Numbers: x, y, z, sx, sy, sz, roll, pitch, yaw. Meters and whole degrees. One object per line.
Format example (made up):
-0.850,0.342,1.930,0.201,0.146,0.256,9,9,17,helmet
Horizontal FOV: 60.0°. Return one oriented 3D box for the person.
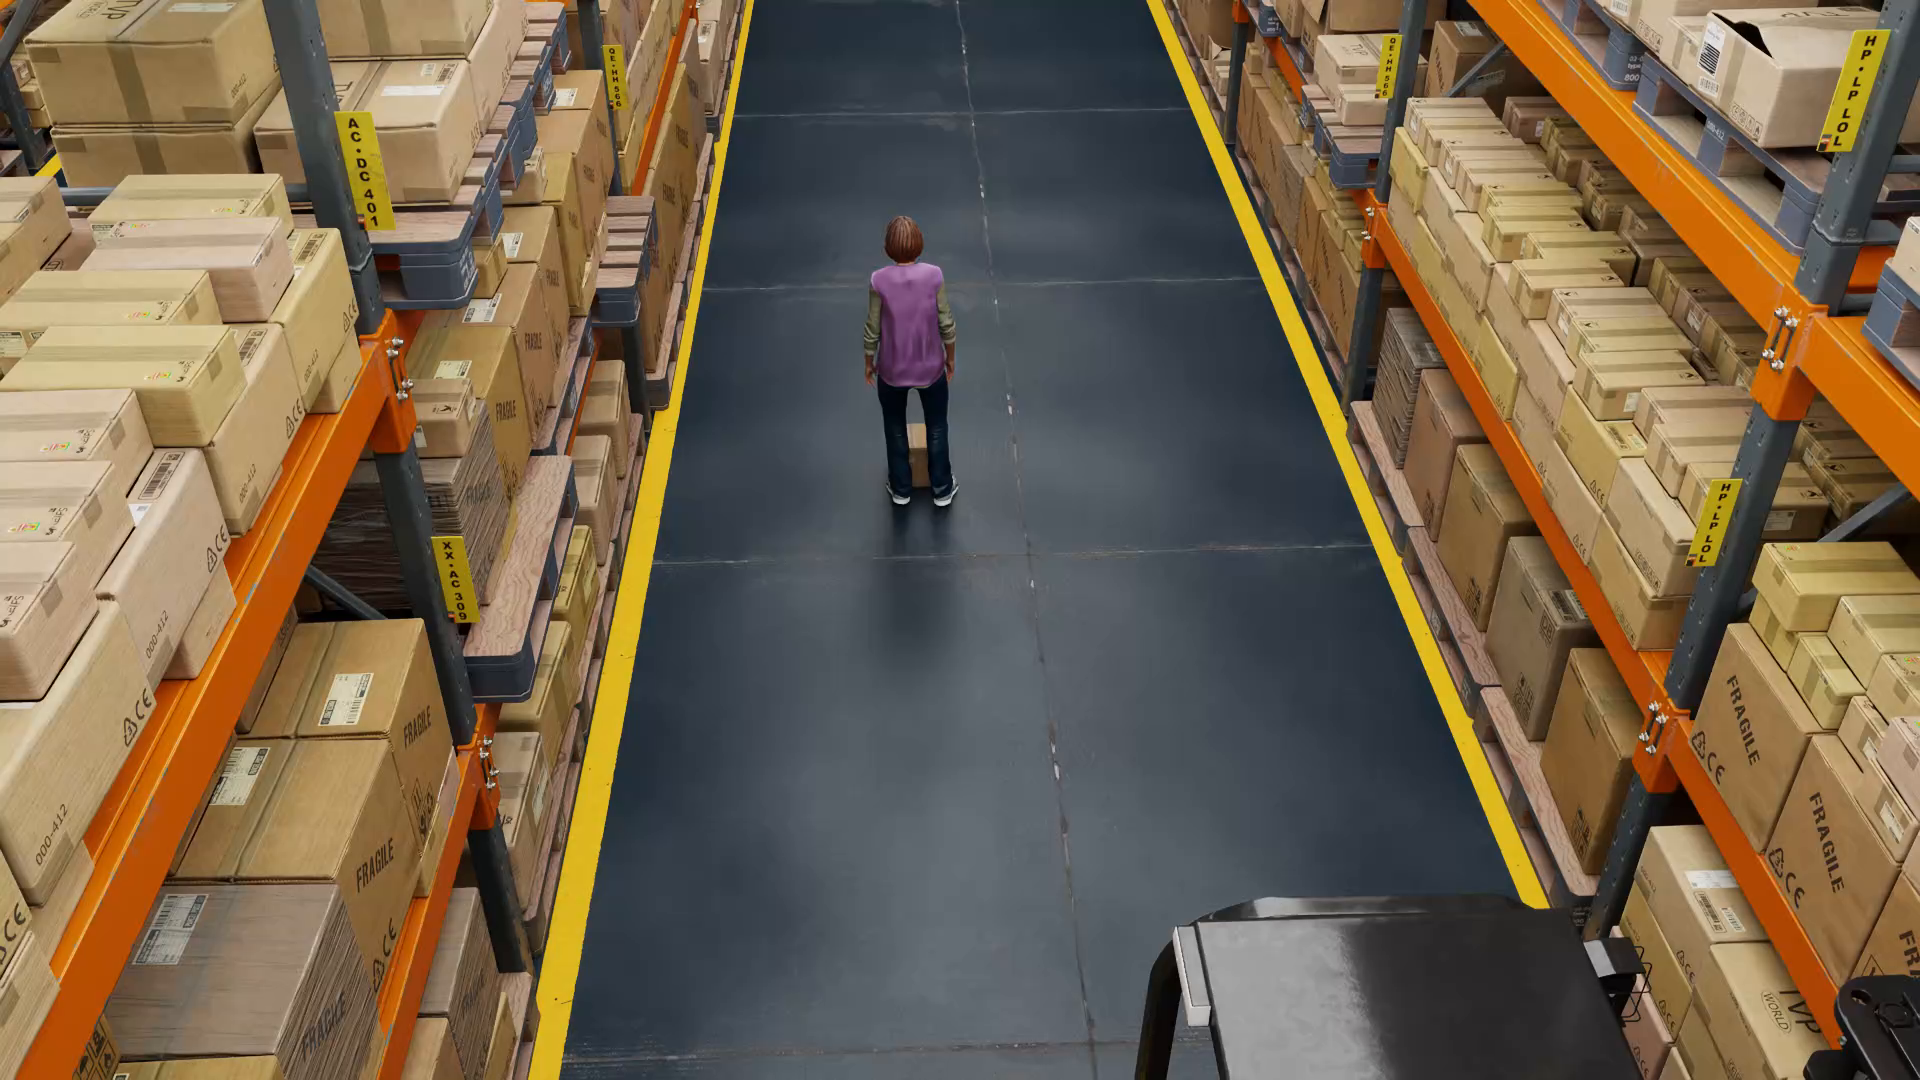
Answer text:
-0.246,-0.874,8.414,0.484,1.594,0.370,-3,36,-5,person
